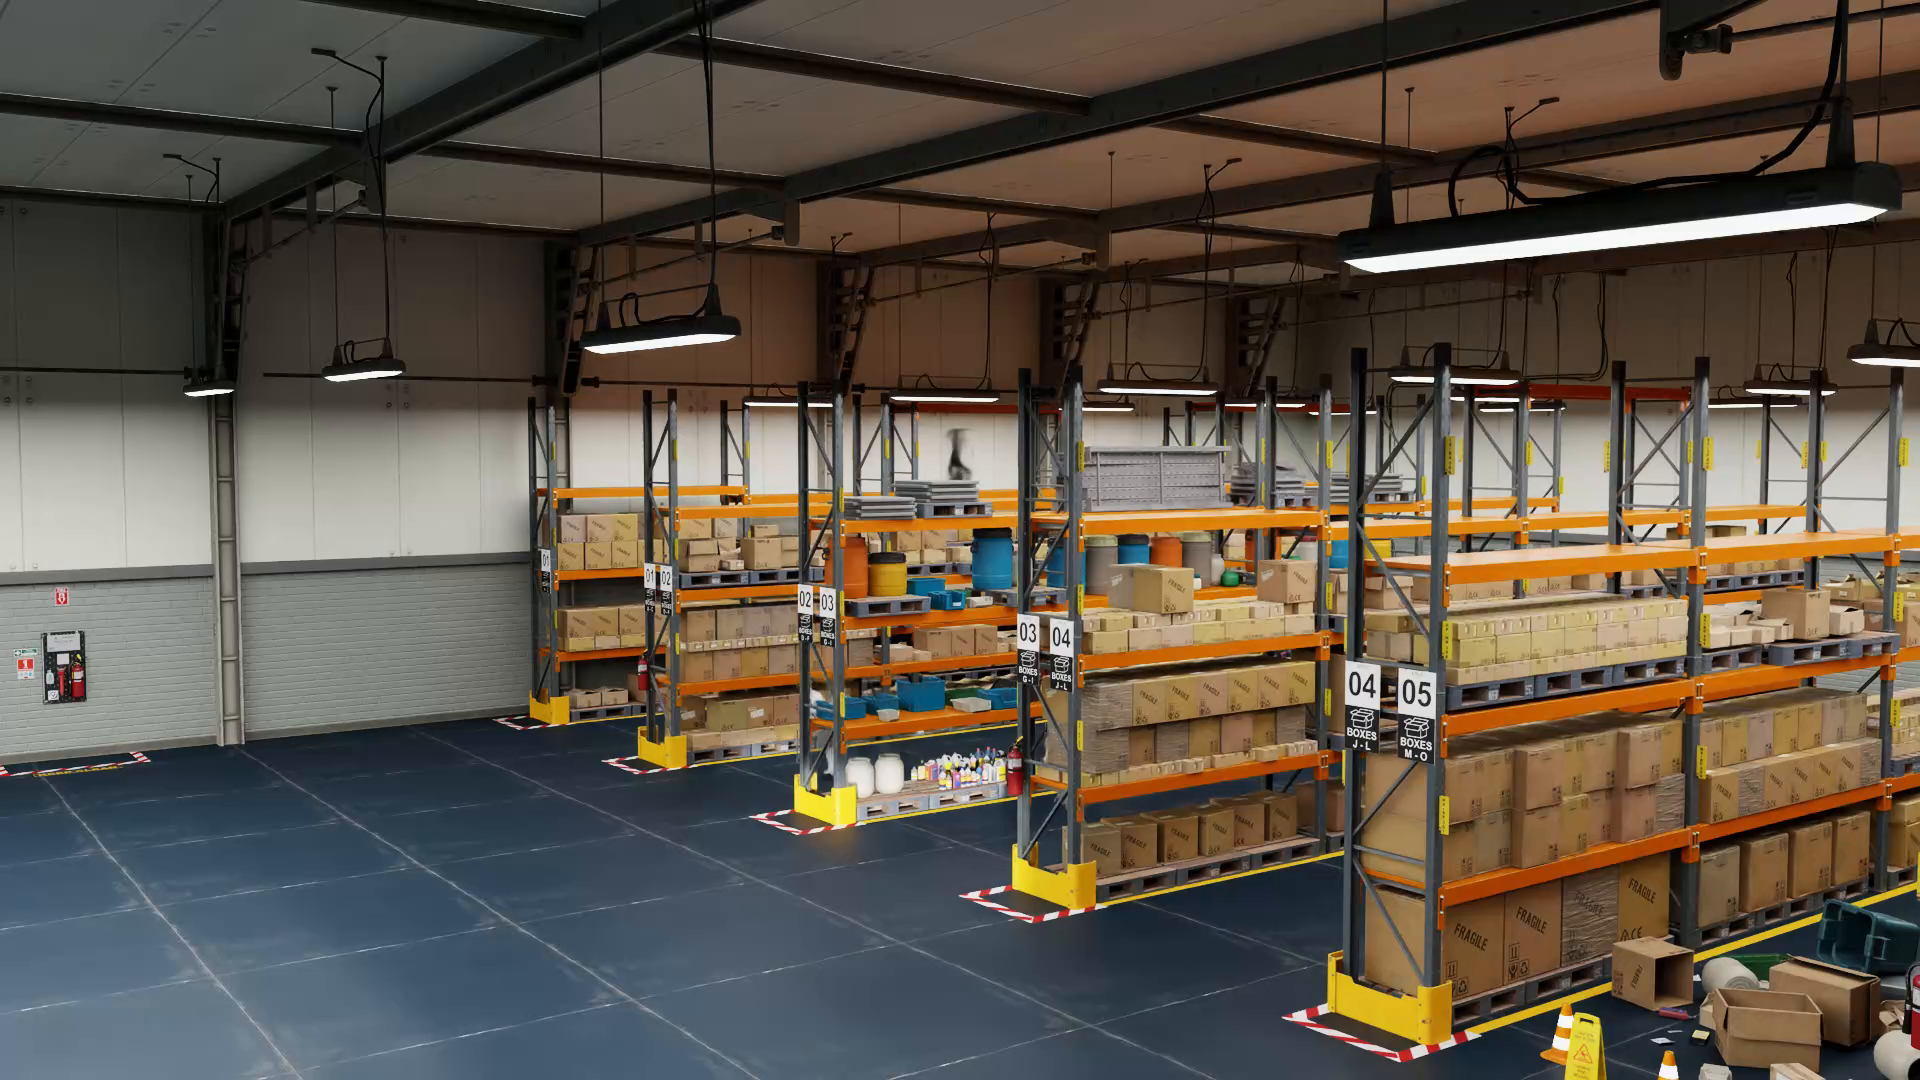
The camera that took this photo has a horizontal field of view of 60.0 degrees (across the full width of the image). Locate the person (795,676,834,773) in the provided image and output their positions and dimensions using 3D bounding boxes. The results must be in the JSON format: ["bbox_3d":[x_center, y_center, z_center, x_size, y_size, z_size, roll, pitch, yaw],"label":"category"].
[{"bbox_3d":[-2.188,2.846,25.345,0.606,1.678,0.906,2,4,34],"label":"person"}]

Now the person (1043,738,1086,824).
[{"bbox_3d":[1.419,3.122,21.949,0.643,1.491,0.835,3,5,43],"label":"person"}]
